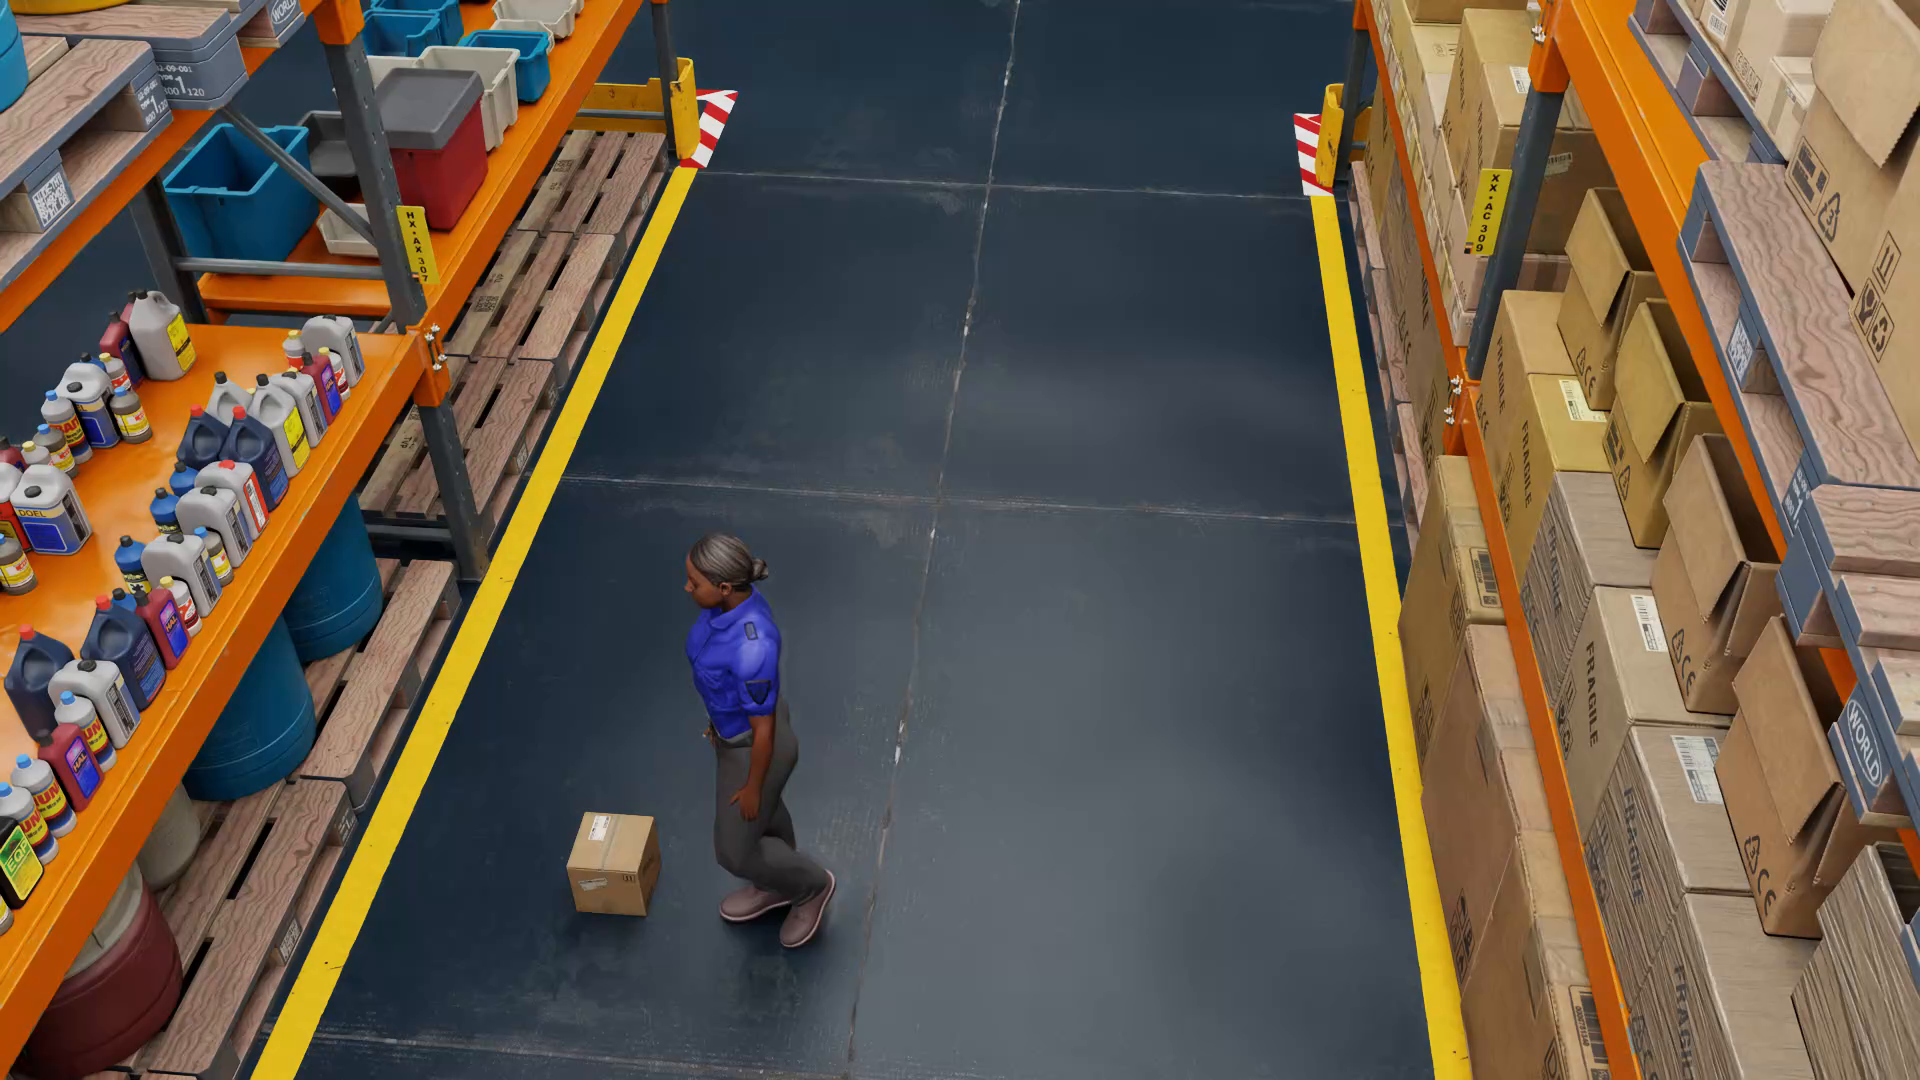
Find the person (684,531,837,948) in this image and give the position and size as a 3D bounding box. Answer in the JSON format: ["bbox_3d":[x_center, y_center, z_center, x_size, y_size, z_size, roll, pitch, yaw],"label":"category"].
[{"bbox_3d":[-0.651,0.651,5.372,0.409,1.660,0.482,-11,42,-13],"label":"person"}]
